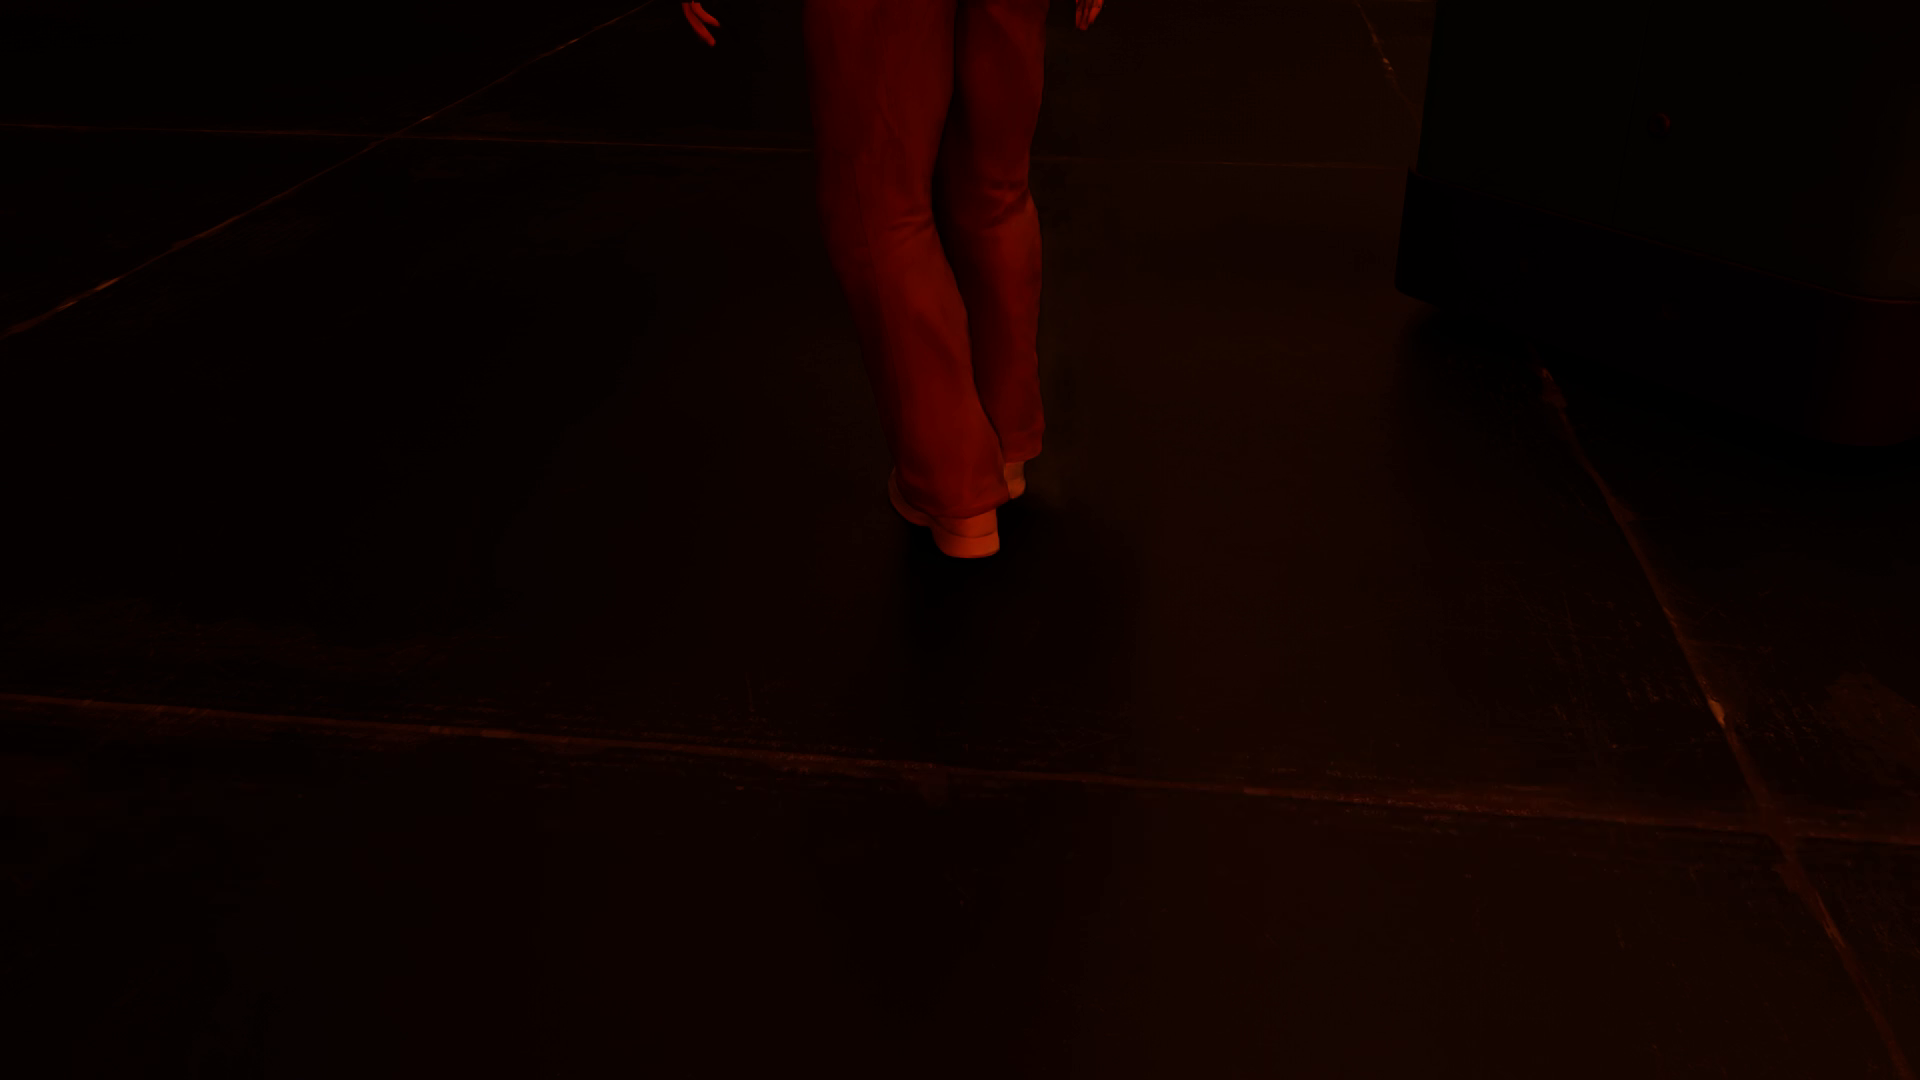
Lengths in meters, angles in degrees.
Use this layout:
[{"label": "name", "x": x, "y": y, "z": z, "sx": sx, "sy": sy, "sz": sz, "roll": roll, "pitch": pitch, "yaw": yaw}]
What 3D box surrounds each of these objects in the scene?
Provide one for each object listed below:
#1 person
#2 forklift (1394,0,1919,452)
[{"label": "person", "x": -0.059, "y": -0.780, "z": 2.214, "sx": 0.630, "sy": 1.662, "sz": 0.432, "roll": -19, "pitch": 32, "yaw": -33}, {"label": "forklift", "x": 2.397, "y": -1.938, "z": 3.102, "sx": 3.031, "sy": 2.935, "sz": 1.130, "roll": -16, "pitch": 31, "yaw": -29}]
